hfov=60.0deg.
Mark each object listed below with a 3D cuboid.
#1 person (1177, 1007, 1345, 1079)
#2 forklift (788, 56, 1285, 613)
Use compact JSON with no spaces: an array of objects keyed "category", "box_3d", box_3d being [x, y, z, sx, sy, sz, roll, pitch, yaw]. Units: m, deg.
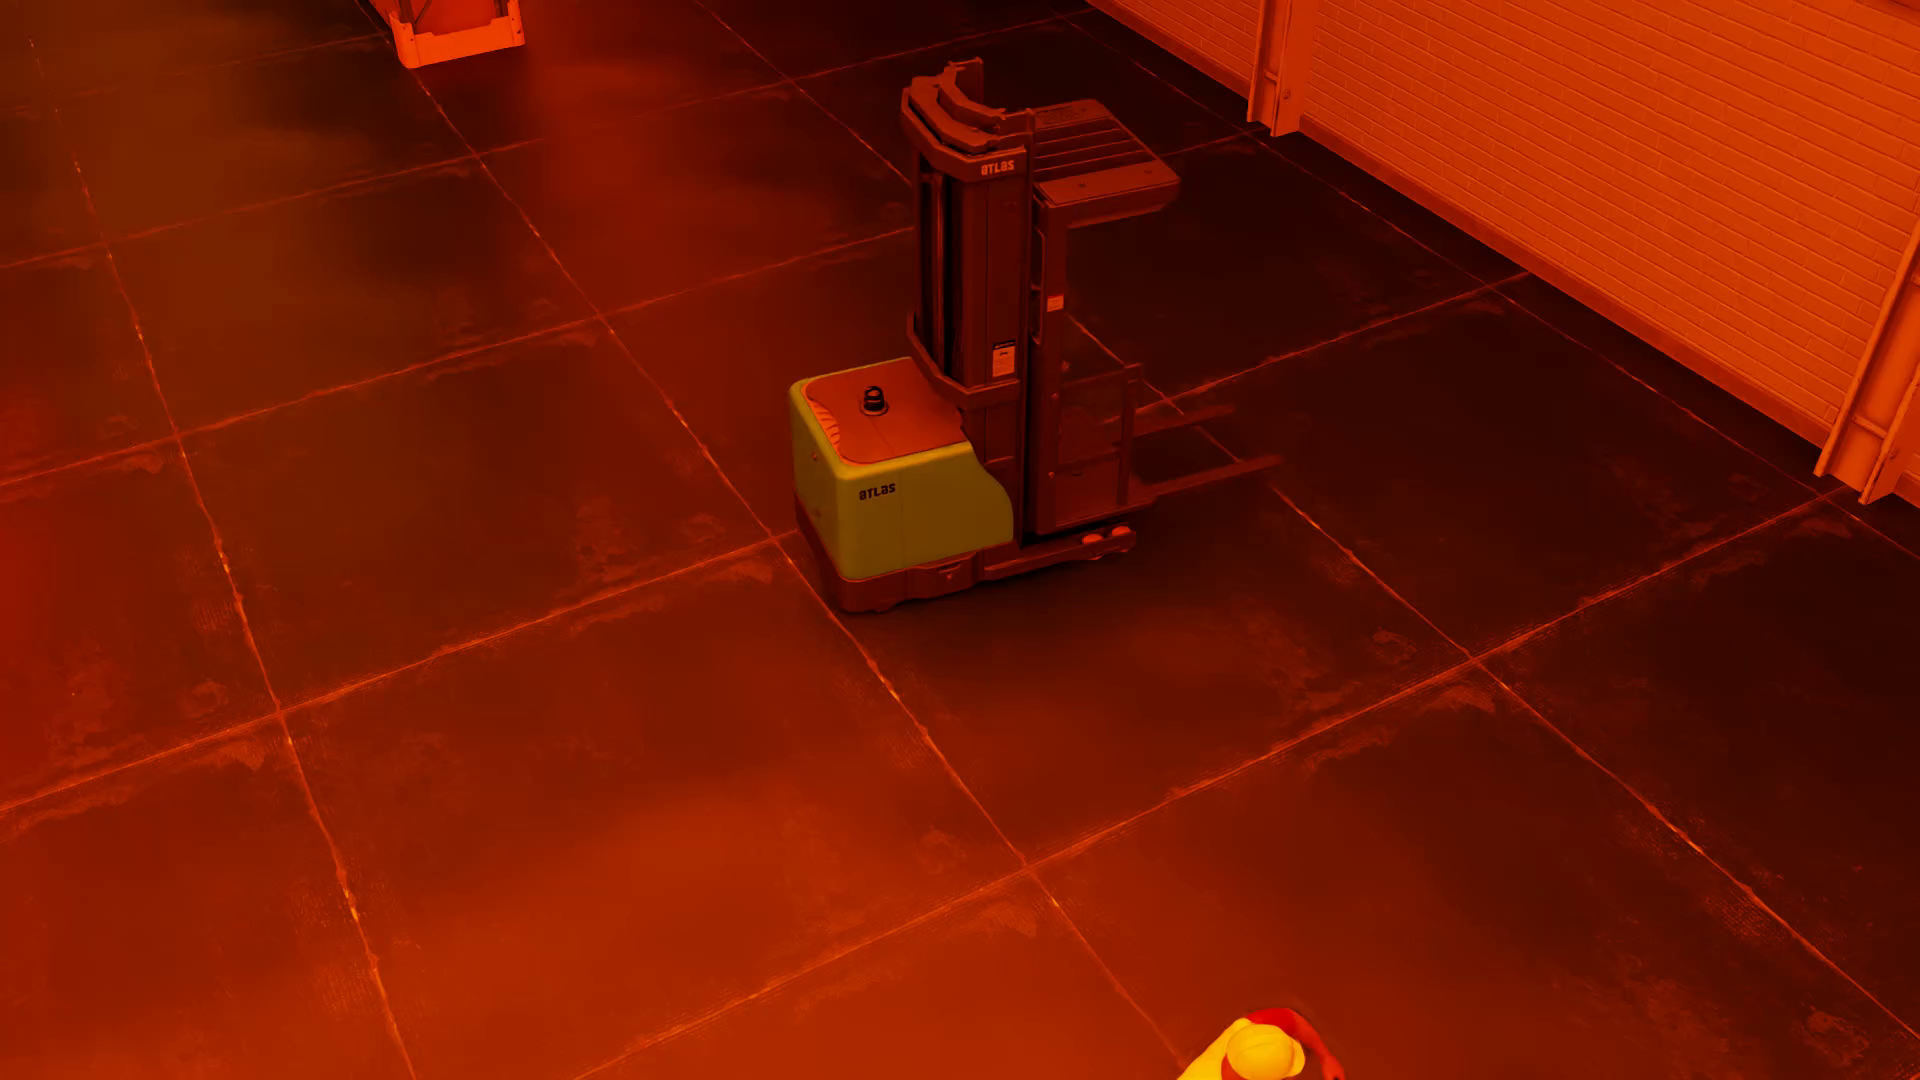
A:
[{"category":"person","box_3d":[0.993,2.328,6.298,1.193,1.639,0.512,-25,46,-27]},{"category":"forklift","box_3d":[0.543,-1.299,9.603,3.031,2.935,1.130,-14,42,-17]}]
